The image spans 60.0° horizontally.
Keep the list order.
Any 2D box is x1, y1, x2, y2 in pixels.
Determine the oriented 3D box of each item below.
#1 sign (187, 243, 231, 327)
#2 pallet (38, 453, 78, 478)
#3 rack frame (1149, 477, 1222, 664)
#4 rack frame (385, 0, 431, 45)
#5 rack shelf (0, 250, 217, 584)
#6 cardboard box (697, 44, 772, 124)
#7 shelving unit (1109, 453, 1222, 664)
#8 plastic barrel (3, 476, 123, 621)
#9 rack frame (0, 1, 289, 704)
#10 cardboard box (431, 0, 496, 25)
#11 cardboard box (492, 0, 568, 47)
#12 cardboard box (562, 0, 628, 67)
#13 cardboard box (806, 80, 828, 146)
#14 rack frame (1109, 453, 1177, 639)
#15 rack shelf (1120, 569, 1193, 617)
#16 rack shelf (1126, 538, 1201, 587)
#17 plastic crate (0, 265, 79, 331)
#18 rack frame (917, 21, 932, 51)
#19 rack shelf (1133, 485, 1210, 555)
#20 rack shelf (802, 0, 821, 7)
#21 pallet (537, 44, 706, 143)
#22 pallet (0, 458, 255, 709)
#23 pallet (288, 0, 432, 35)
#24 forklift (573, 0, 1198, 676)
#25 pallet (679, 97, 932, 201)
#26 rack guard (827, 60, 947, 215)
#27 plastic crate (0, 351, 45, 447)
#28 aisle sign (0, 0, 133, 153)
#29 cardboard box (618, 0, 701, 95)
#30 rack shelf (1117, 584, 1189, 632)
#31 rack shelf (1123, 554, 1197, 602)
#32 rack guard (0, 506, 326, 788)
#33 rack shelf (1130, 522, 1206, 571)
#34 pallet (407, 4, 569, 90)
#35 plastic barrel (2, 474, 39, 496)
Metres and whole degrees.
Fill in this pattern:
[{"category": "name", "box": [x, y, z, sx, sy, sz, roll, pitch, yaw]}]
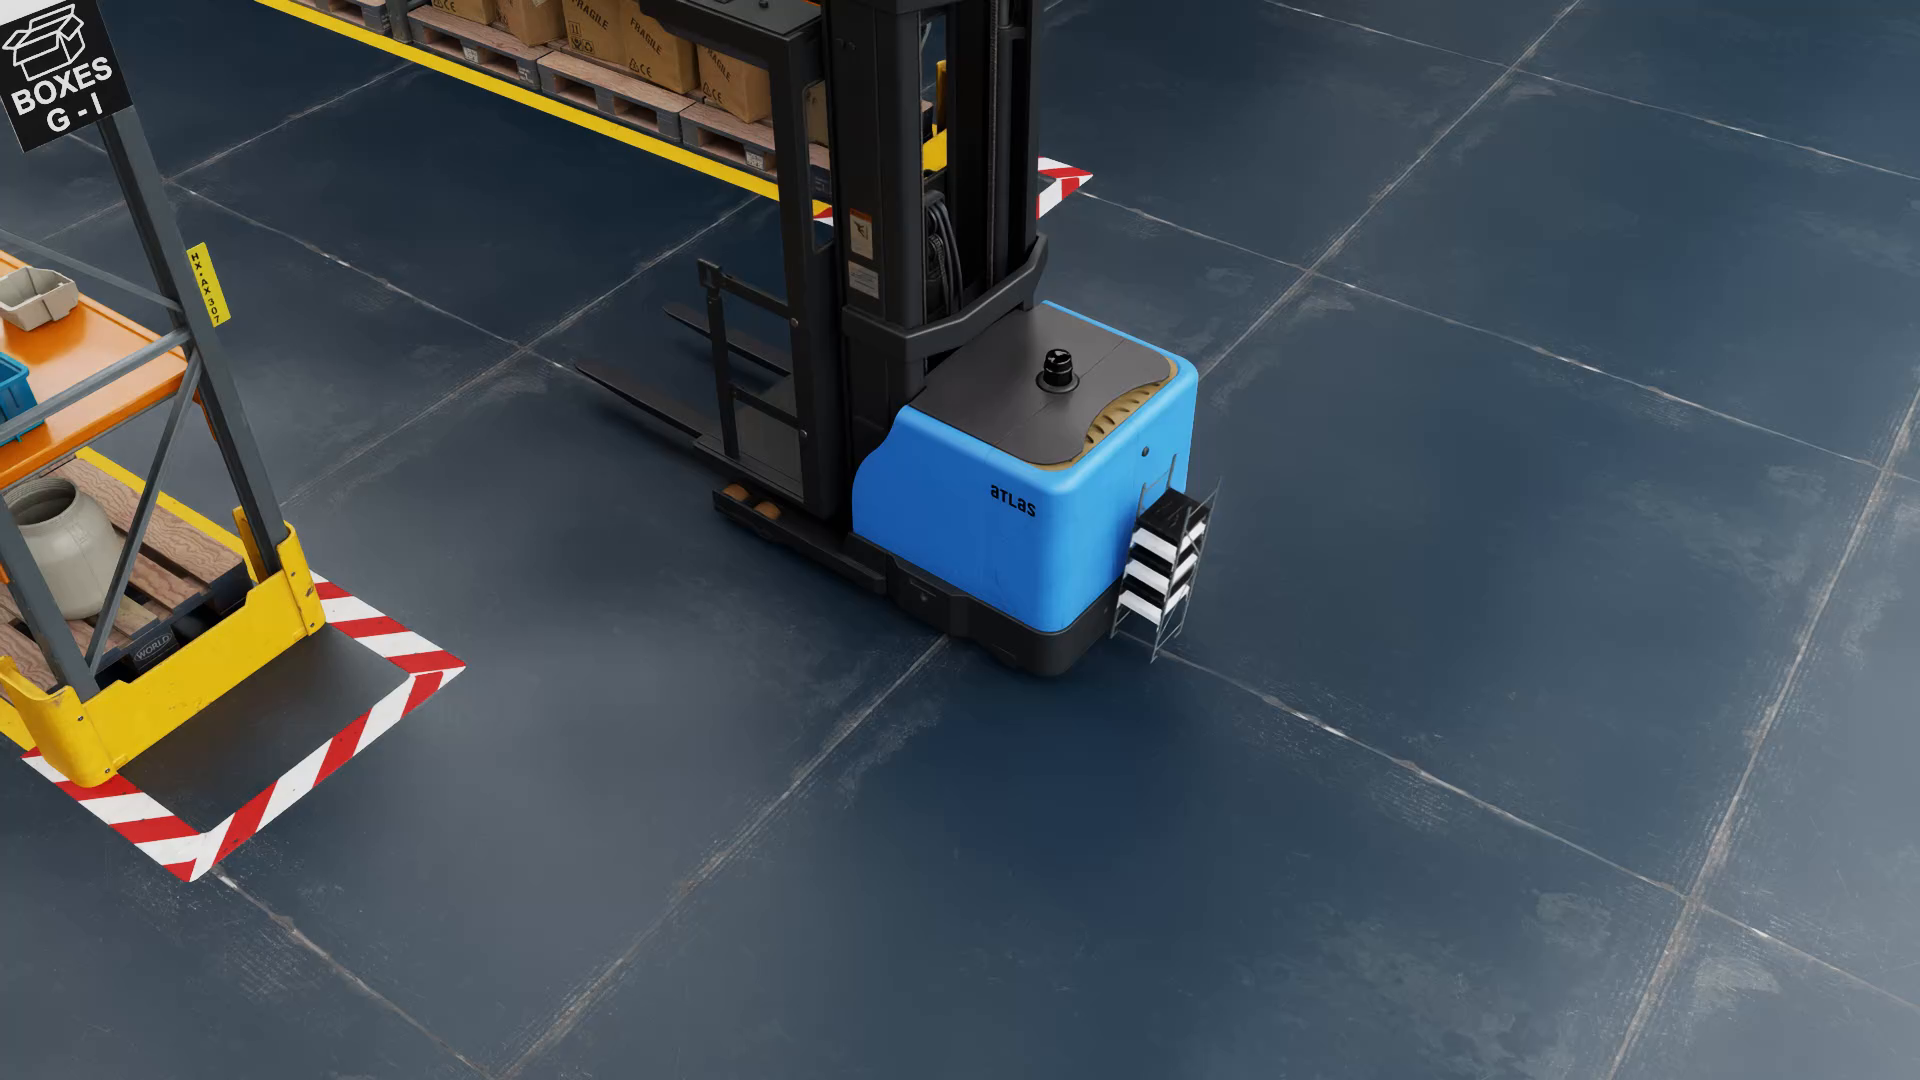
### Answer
[{"category": "sign", "box": [-2.755, -0.925, 6.075, 0.005, 0.325, 0.100, 25, 48, 25]}, {"category": "pallet", "box": [-4.820, -0.269, 7.641, 1.213, 0.211, 1.003, 25, 48, 25]}, {"category": "rack frame", "box": [0.900, 0.136, 6.674, 0.006, 0.900, 0.240, 31, 50, 23]}, {"category": "rack frame", "box": [-3.505, -4.759, 10.567, 0.127, 3.000, 1.000, 25, 48, 25]}, {"category": "rack shelf", "box": [-4.712, -1.021, 6.929, 4.000, 0.370, 1.077, 25, 48, 25]}, {"category": "cardboard box", "box": [-1.241, -2.911, 10.061, 0.500, 0.500, 0.500, -29, 49, -28]}, {"category": "shelving unit", "box": [0.820, 0.087, 6.714, 0.210, 0.900, 0.258, 31, 50, 23]}, {"category": "plastic barrel", "box": [-3.657, 0.037, 6.758, 0.421, 0.512, 0.421, 0, 42, 0]}, {"category": "rack frame", "box": [-3.074, -0.523, 5.834, 0.127, 3.000, 1.000, 25, 48, 25]}, {"category": "cardboard box", "box": [-3.201, -3.809, 11.065, 0.500, 0.500, 0.500, 24, 47, 24]}, {"category": "cardboard box", "box": [-2.727, -3.594, 10.825, 0.500, 0.500, 0.500, -26, 48, -26]}, {"category": "cardboard box", "box": [-2.174, -3.399, 10.607, 0.500, 0.500, 0.500, 21, 46, 22]}, {"category": "cardboard box", "box": [-0.732, -2.700, 9.826, 0.500, 0.500, 0.500, -33, 51, -31]}, {"category": "rack frame", "box": [0.740, 0.038, 6.753, 0.006, 0.900, 0.240, 31, 50, 23]}, {"category": "rack shelf", "box": [0.810, 0.173, 6.801, 0.200, 0.077, 0.258, 31, 50, 23]}, {"category": "rack shelf", "box": [0.824, 0.047, 6.673, 0.200, 0.077, 0.258, 31, 50, 23]}, {"category": "plastic crate", "box": [-3.622, -0.943, 6.501, 0.250, 0.136, 0.298, 25, 48, 25]}, {"category": "rack frame", "box": [-0.230, -3.227, 8.856, 0.127, 3.000, 1.000, 25, 48, 25]}, {"category": "rack shelf", "box": [0.838, -0.079, 6.546, 0.200, 0.077, 0.258, 31, 50, 23]}, {"category": "rack shelf", "box": [-1.868, -3.725, 9.951, 4.000, 0.370, 1.077, 25, 48, 25]}, {"category": "pallet", "box": [-1.932, -3.015, 10.710, 1.213, 0.211, 1.003, 25, 48, 25]}, {"category": "pallet", "box": [-3.825, 0.199, 7.118, 1.213, 0.211, 1.003, 25, 48, 25]}, {"category": "pallet", "box": [-4.143, -4.017, 11.829, 1.213, 0.211, 1.003, 25, 48, 25]}, {"category": "forklift", "box": [-0.497, -1.351, 6.810, 3.031, 2.935, 1.130, 27, 49, 27]}, {"category": "pallet", "box": [-0.937, -2.548, 10.187, 1.213, 0.211, 1.003, 25, 48, 25]}, {"category": "rack guard", "box": [-0.292, -2.325, 9.722, 0.348, 0.500, 1.175, 25, 48, 25]}, {"category": "plastic crate", "box": [-3.656, -0.496, 5.915, 0.616, 0.251, 0.499, 25, 48, 25]}, {"category": "aisle sign", "box": [-2.847, -1.624, 5.115, 0.004, 0.787, 0.394, 25, 48, 25]}, {"category": "cardboard box", "box": [-1.743, -3.161, 10.341, 0.500, 0.500, 0.500, 30, 50, 29]}, {"category": "rack shelf", "box": [0.803, 0.236, 6.865, 0.200, 0.077, 0.258, 31, 50, 23]}, {"category": "rack shelf", "box": [0.817, 0.110, 6.737, 0.200, 0.077, 0.258, 31, 50, 23]}, {"category": "rack guard", "box": [-3.163, 0.405, 6.671, 0.348, 0.500, 1.175, 25, 48, 25]}, {"category": "rack shelf", "box": [0.831, -0.016, 6.610, 0.200, 0.077, 0.258, 31, 50, 23]}, {"category": "pallet", "box": [-2.935, -3.482, 11.231, 1.213, 0.211, 1.003, 25, 48, 25]}, {"category": "plastic barrel", "box": [-4.067, -0.155, 6.973, 0.421, 0.512, 0.421, 0, 42, 0]}]
